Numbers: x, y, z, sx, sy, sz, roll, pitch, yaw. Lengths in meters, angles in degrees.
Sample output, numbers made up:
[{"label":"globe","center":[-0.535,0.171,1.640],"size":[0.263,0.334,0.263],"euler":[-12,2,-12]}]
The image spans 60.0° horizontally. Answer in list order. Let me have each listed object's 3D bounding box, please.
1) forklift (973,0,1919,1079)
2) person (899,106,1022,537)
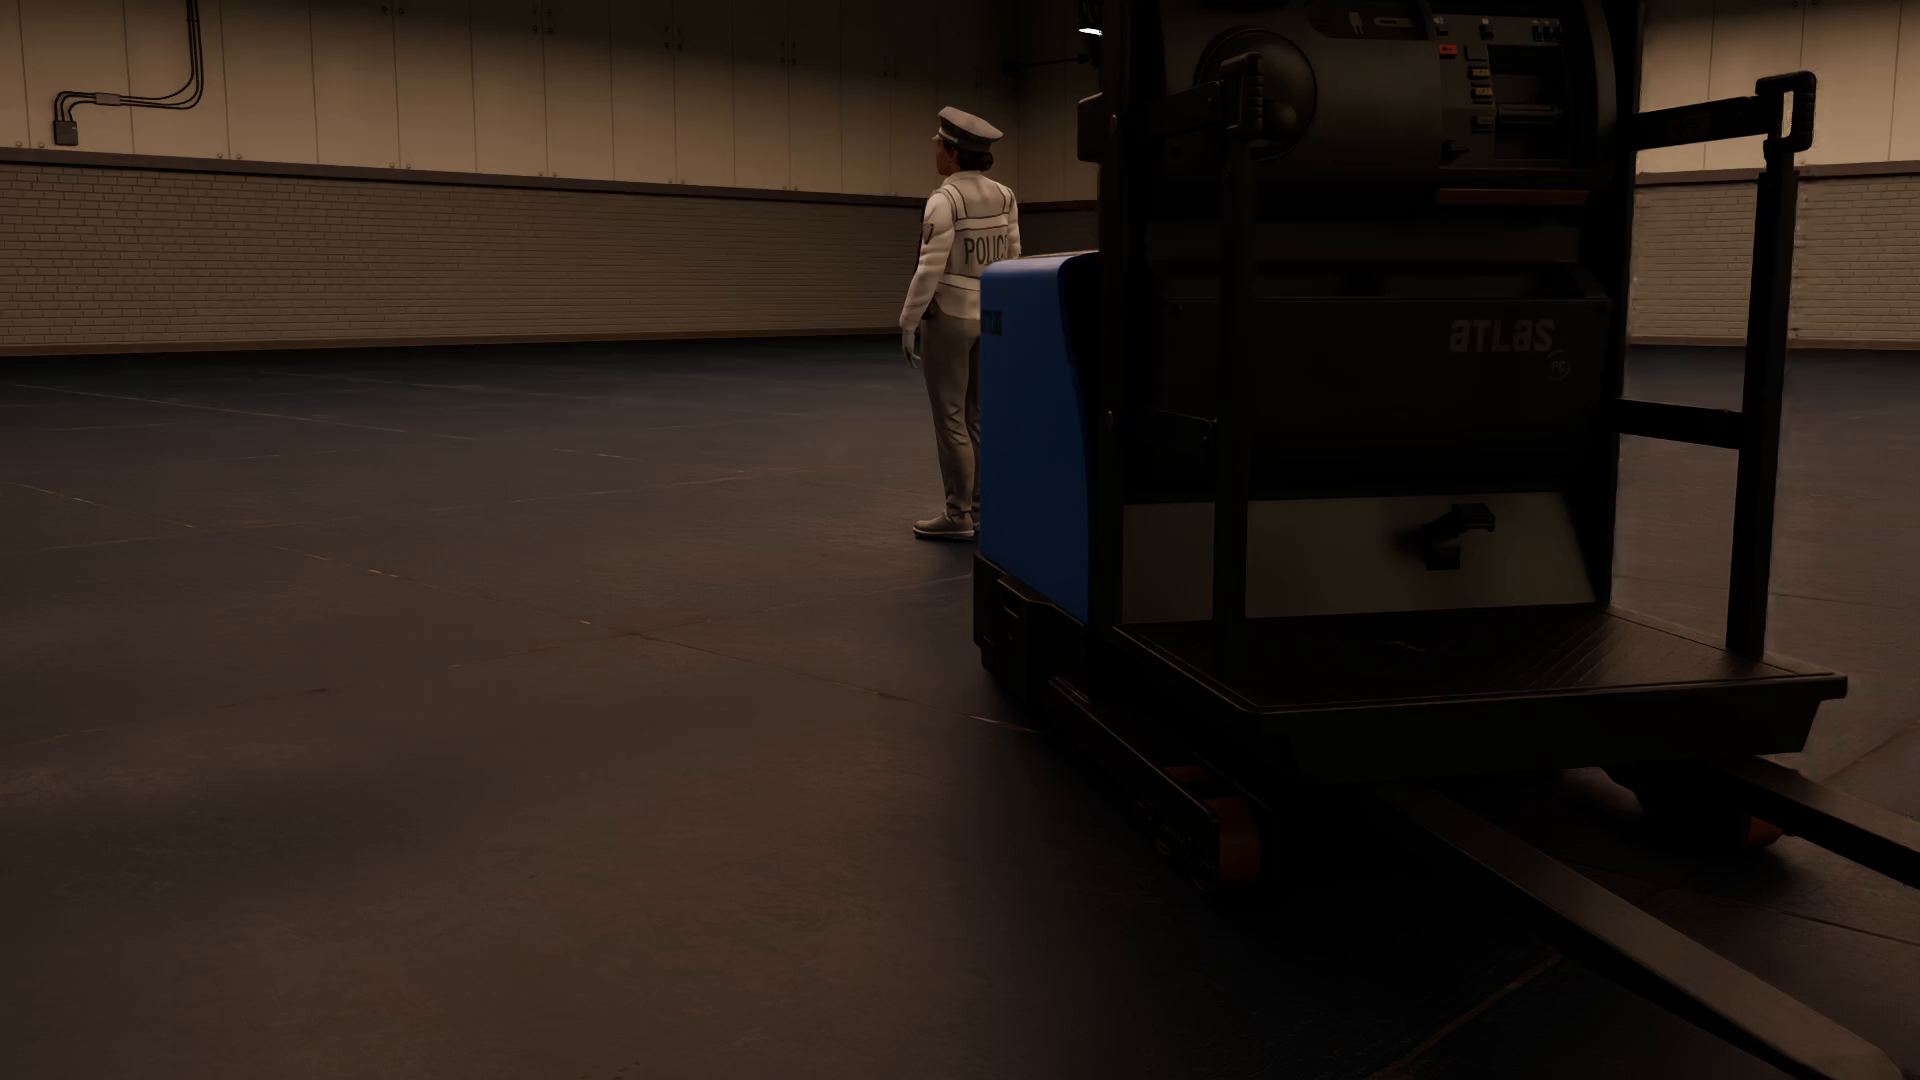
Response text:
[{"label":"forklift","center":[0.865,-0.917,2.964],"size":[1.130,2.935,3.031],"euler":[-2,9,-13]},{"label":"person","center":[-0.044,-0.853,6.642],"size":[0.532,1.694,0.586],"euler":[8,12,43]}]
